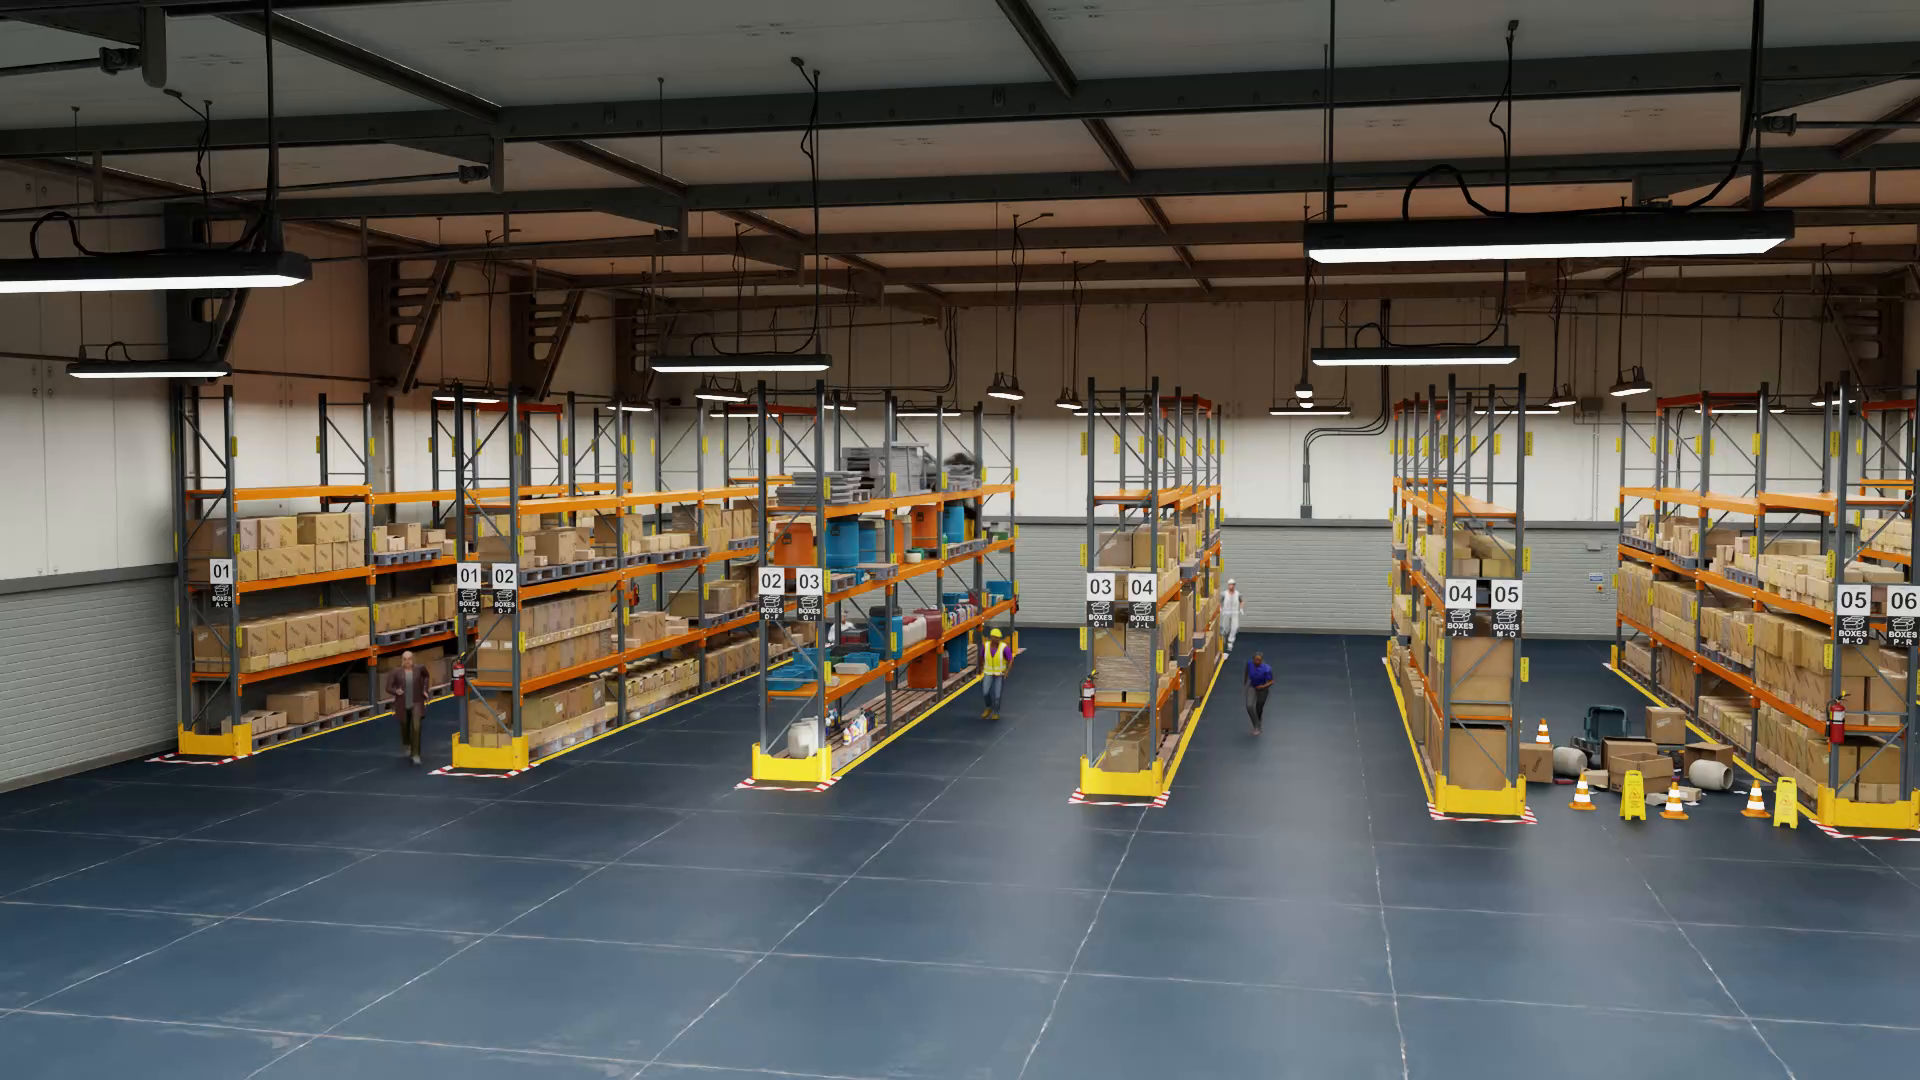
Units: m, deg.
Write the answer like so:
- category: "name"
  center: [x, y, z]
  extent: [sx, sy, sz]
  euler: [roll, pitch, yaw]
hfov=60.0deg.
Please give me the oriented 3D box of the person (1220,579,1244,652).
- category: "person"
  center: [6.680, 1.843, 40.961]
  extent: [0.664, 1.754, 0.727]
  euler: [0, 3, 1]

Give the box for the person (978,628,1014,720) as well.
- category: "person"
  center: [0.632, 2.441, 30.186]
  extent: [0.696, 1.703, 0.802]
  euler: [0, 3, 8]

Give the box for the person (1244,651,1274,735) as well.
- category: "person"
  center: [5.209, 2.619, 28.955]
  extent: [0.567, 1.459, 1.066]
  euler: [1, 3, 17]

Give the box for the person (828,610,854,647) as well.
- category: "person"
  center: [-2.436, 2.252, 34.486]
  extent: [0.598, 1.658, 0.849]
  euler: [0, 3, -5]

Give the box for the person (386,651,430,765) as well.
- category: "person"
  center: [-8.750, 2.620, 26.374]
  extent: [0.662, 1.753, 1.103]
  euler: [-1, 3, -17]
